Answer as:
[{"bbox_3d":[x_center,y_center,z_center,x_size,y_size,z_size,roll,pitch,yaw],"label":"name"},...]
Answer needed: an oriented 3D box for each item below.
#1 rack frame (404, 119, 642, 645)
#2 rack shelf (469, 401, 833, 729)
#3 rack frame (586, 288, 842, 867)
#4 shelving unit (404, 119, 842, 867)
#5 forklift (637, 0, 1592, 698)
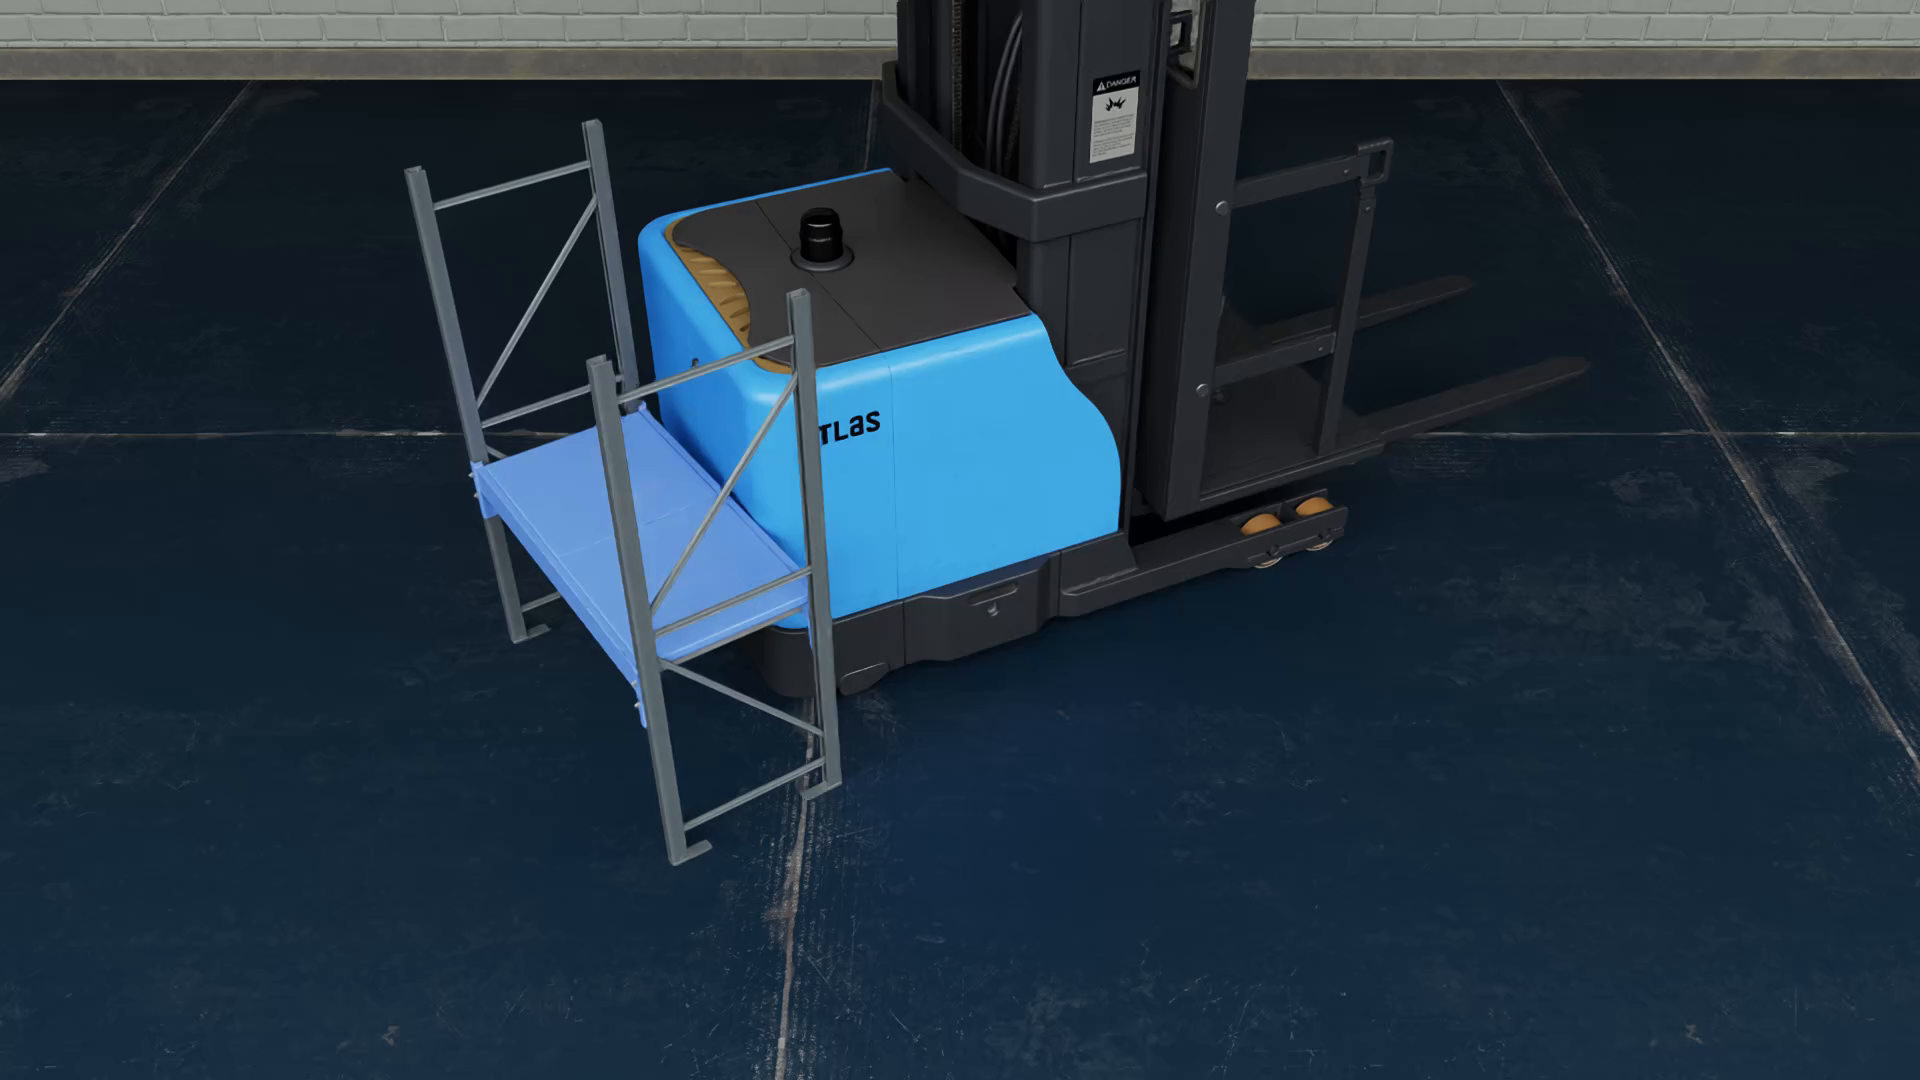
[{"bbox_3d":[-1.107,-0.375,4.519,0.500,1.500,0.032,-23,44,-26],"label":"rack frame"},{"bbox_3d":[-0.818,0.027,4.305,0.538,0.185,1.000,-23,44,-26],"label":"rack shelf"},{"bbox_3d":[-0.528,0.148,3.866,0.500,1.500,0.032,-23,44,-26],"label":"rack frame"},{"bbox_3d":[-0.818,-0.114,4.192,0.538,1.500,1.048,-23,44,-26],"label":"shelving unit"},{"bbox_3d":[0.638,-1.338,4.575,3.031,2.935,1.130,-17,42,-20],"label":"forklift"}]
